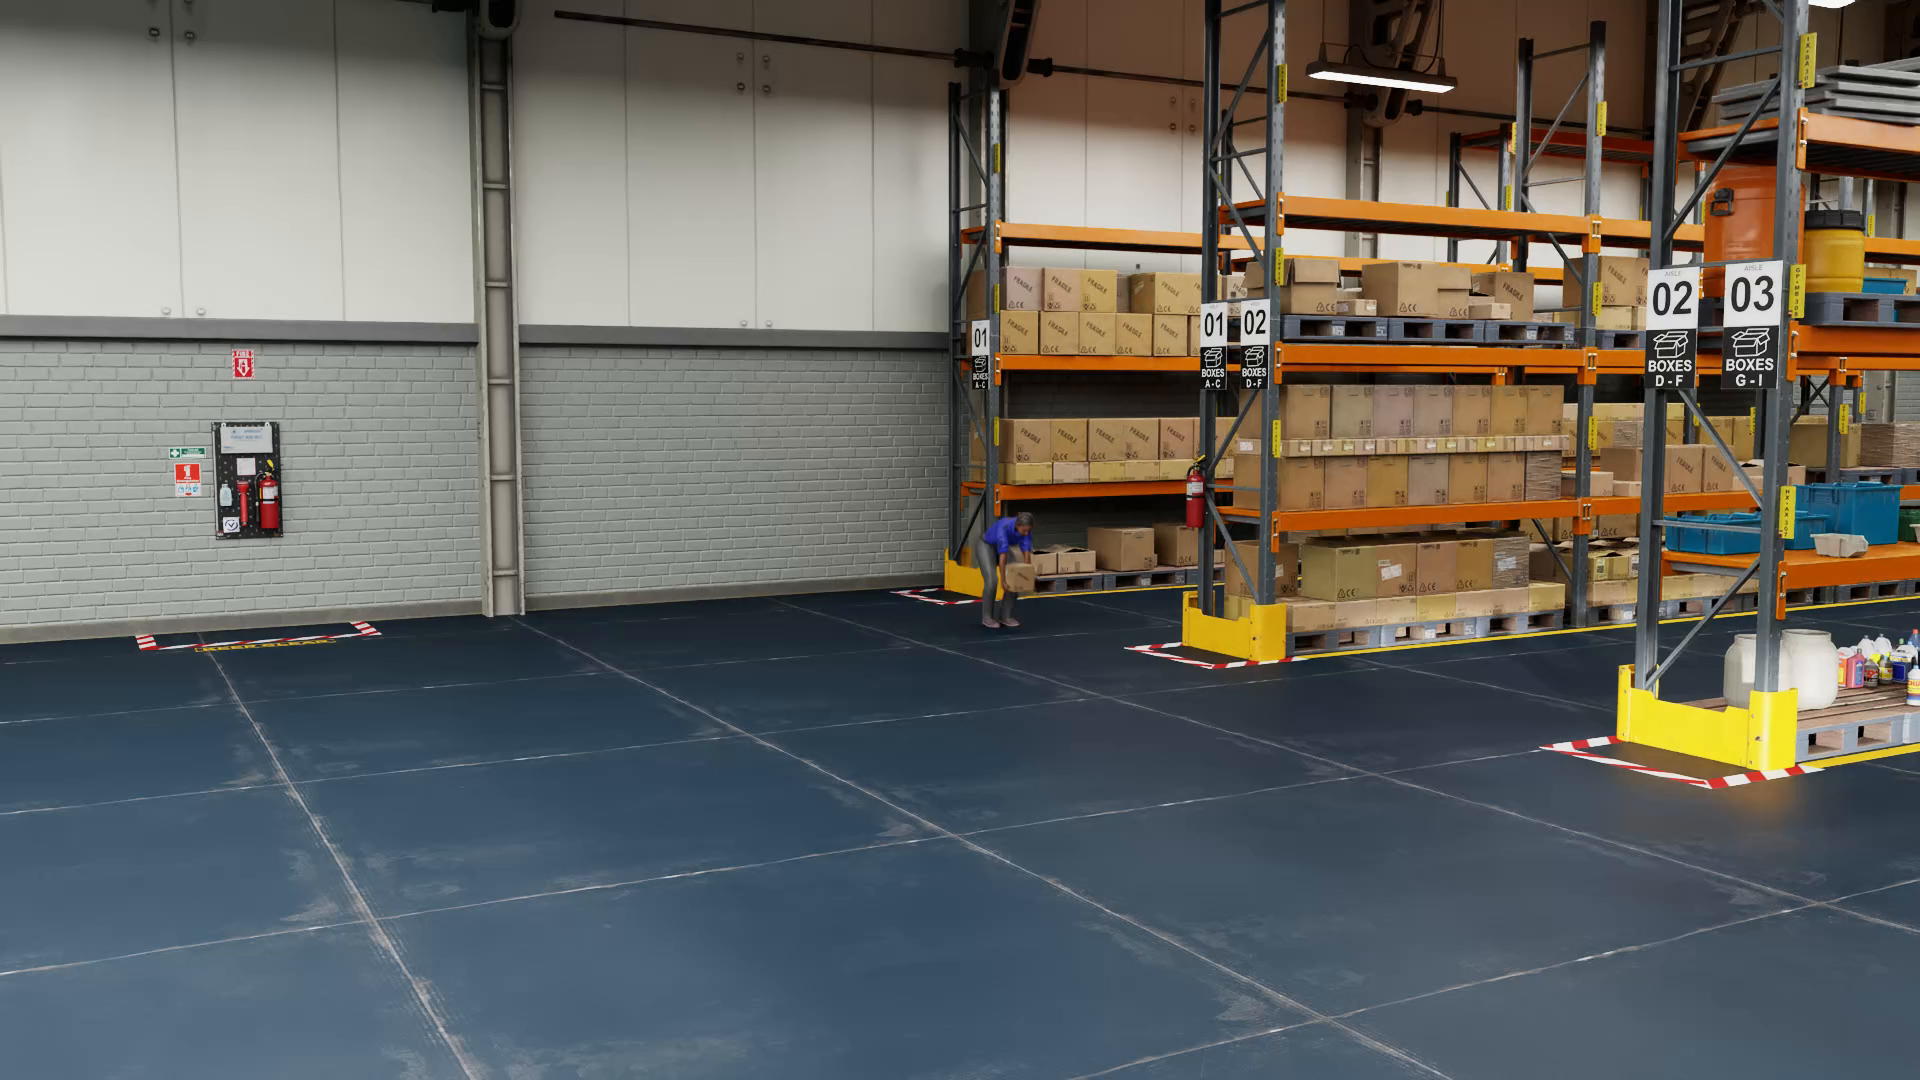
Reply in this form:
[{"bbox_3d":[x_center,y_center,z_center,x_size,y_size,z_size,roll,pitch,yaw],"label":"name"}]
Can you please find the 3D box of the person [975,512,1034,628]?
[{"bbox_3d":[0.479,0.297,16.829,0.416,1.196,0.830,-3,6,-31],"label":"person"}]
